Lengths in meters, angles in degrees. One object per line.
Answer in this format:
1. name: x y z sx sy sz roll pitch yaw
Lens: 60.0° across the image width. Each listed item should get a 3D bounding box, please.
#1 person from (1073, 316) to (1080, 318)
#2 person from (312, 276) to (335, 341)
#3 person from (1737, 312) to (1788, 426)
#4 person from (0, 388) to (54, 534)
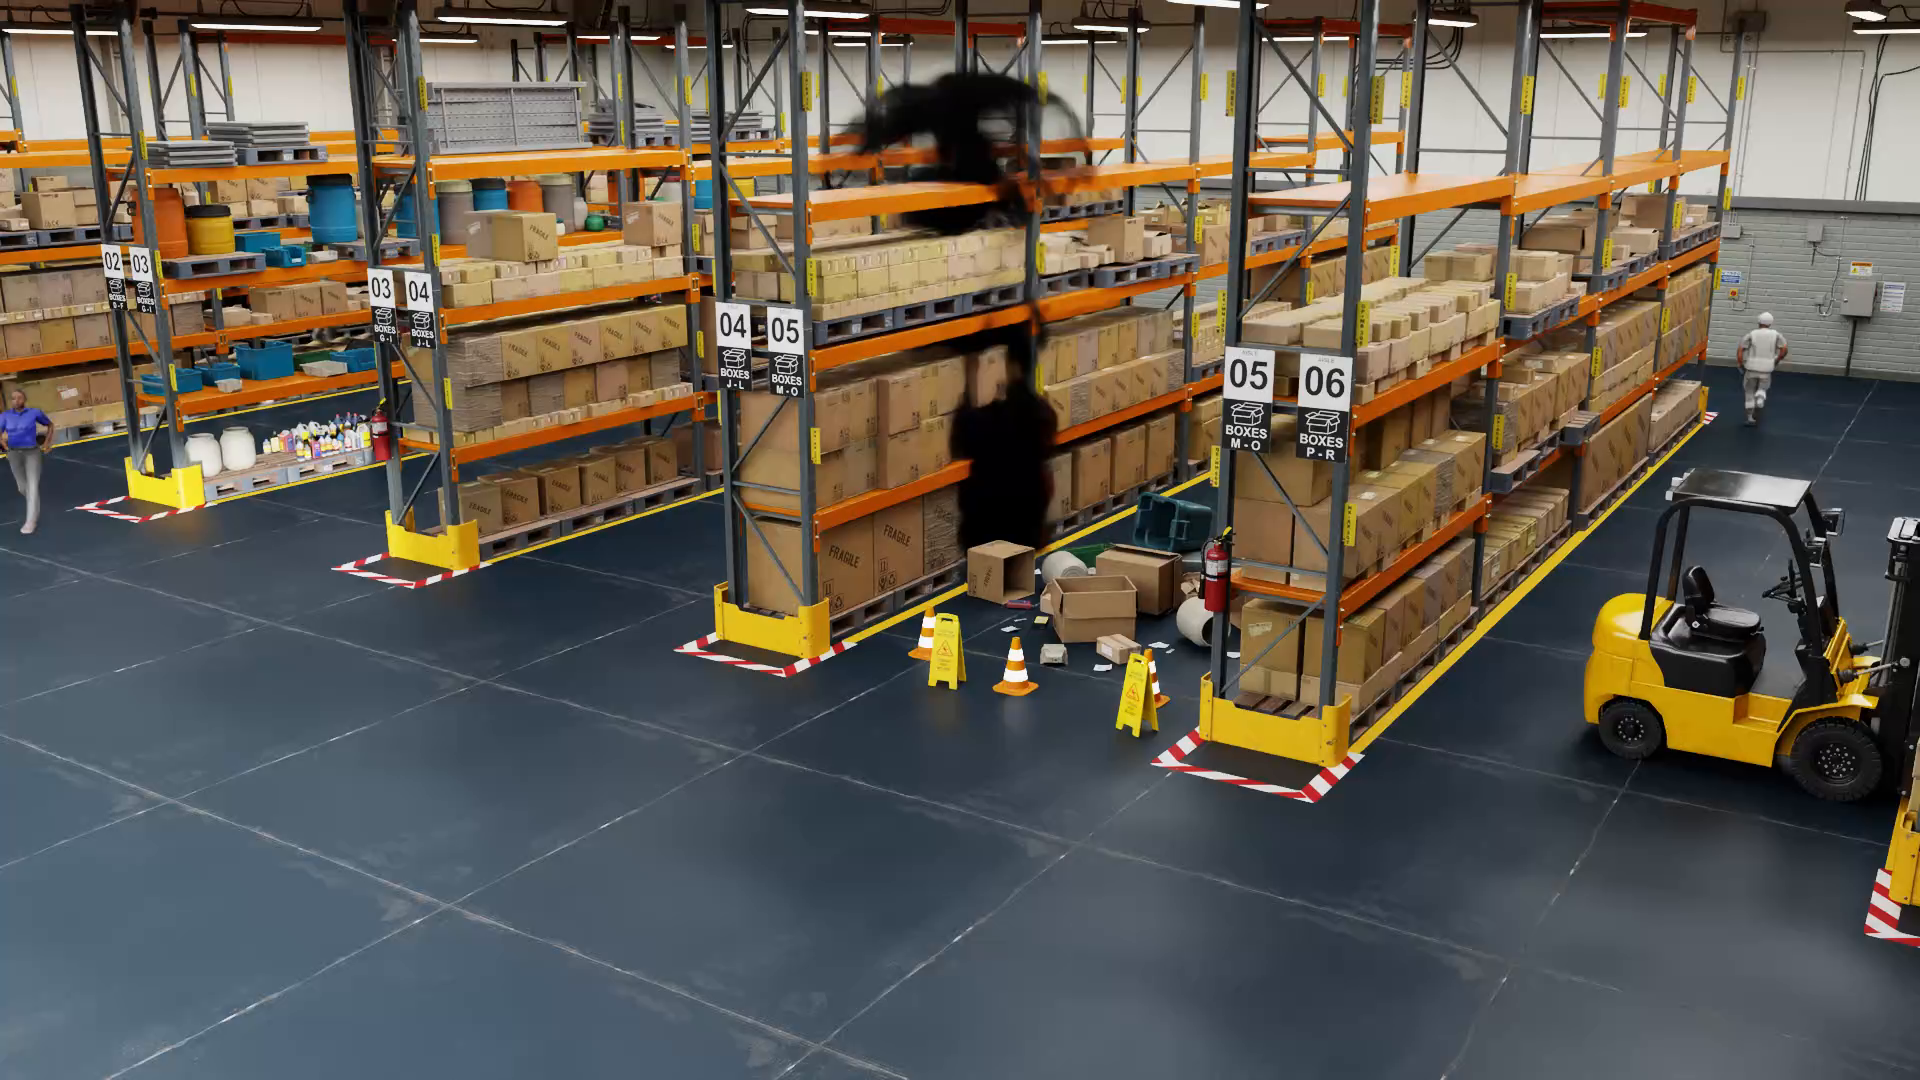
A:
1. person: 1.689 -2.400 24.411 0.708 1.775 1.034 11 19 34
2. person: -11.718 -4.035 30.606 0.607 1.656 0.561 6 17 21
3. person: 12.194 -2.602 25.349 0.675 1.747 0.549 6 17 20
4. person: -11.006 -0.976 19.599 0.607 1.642 0.958 -5 16 -16
